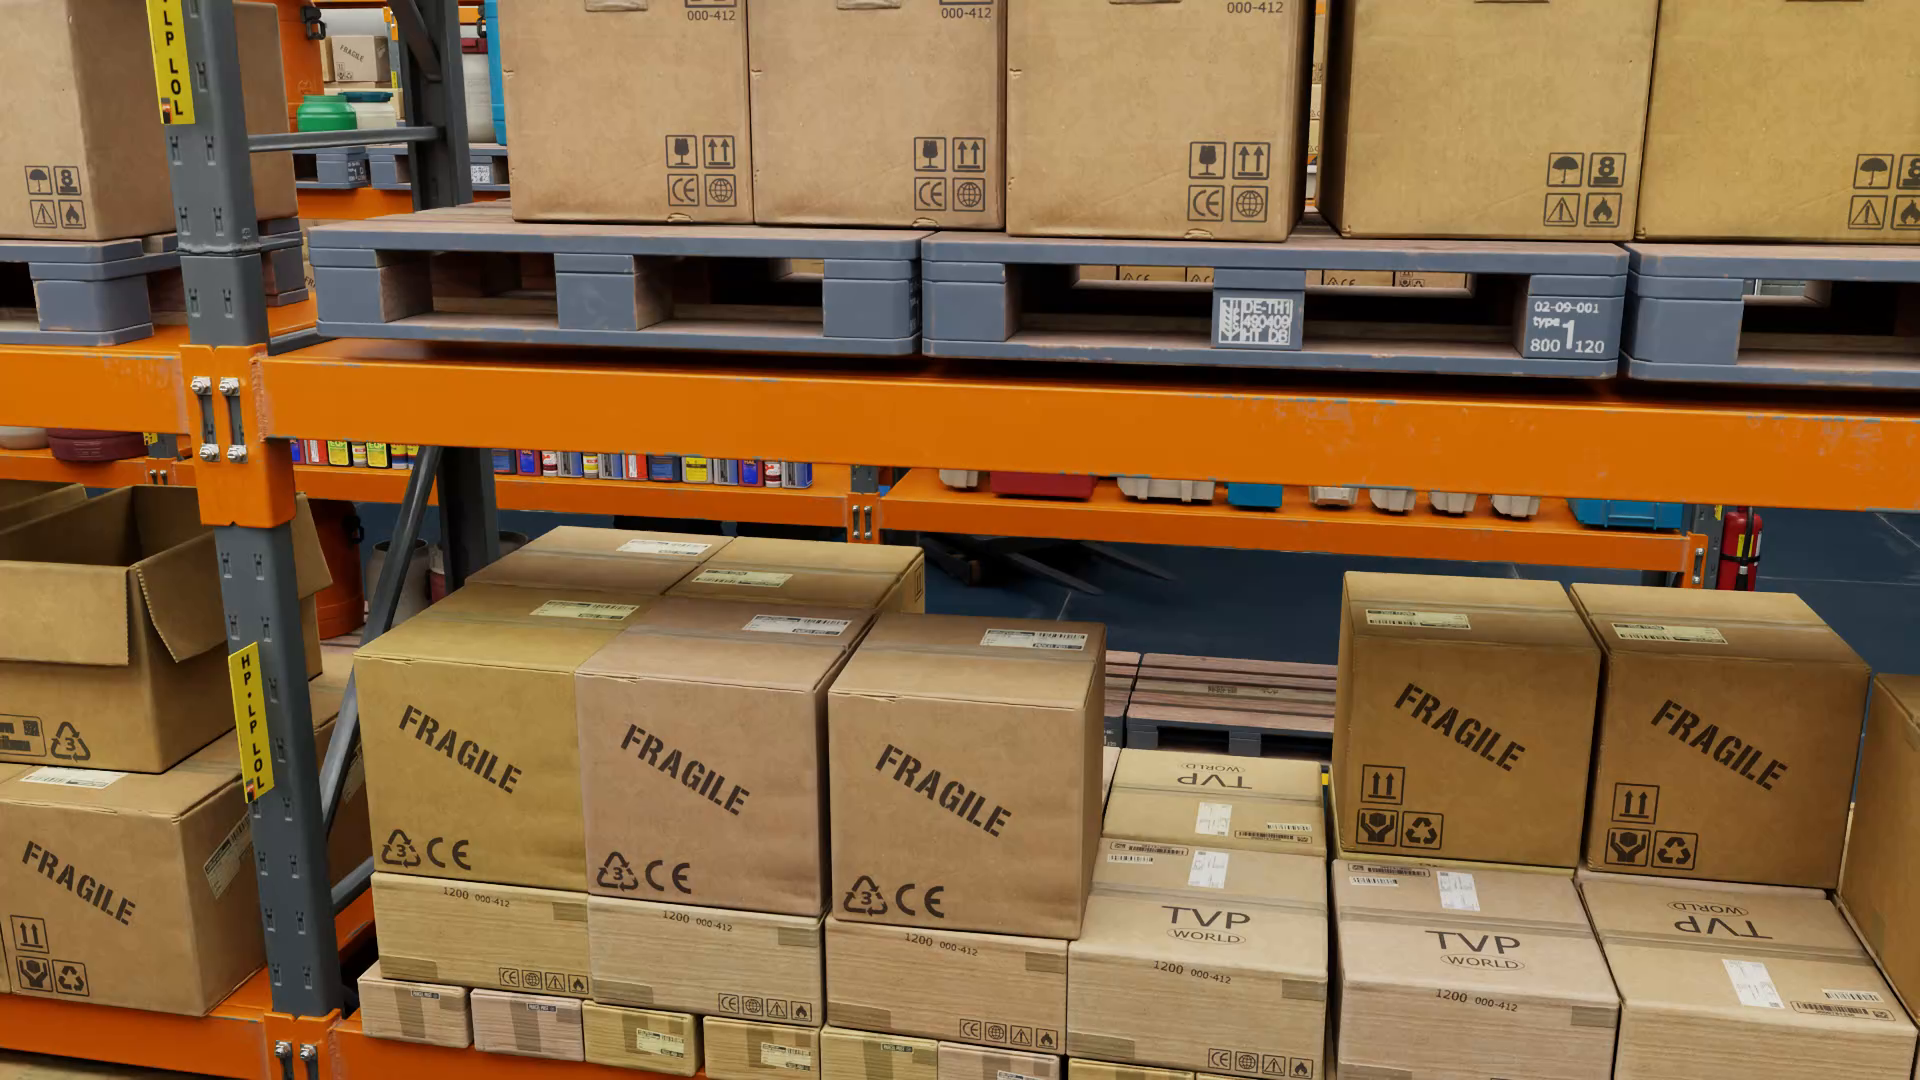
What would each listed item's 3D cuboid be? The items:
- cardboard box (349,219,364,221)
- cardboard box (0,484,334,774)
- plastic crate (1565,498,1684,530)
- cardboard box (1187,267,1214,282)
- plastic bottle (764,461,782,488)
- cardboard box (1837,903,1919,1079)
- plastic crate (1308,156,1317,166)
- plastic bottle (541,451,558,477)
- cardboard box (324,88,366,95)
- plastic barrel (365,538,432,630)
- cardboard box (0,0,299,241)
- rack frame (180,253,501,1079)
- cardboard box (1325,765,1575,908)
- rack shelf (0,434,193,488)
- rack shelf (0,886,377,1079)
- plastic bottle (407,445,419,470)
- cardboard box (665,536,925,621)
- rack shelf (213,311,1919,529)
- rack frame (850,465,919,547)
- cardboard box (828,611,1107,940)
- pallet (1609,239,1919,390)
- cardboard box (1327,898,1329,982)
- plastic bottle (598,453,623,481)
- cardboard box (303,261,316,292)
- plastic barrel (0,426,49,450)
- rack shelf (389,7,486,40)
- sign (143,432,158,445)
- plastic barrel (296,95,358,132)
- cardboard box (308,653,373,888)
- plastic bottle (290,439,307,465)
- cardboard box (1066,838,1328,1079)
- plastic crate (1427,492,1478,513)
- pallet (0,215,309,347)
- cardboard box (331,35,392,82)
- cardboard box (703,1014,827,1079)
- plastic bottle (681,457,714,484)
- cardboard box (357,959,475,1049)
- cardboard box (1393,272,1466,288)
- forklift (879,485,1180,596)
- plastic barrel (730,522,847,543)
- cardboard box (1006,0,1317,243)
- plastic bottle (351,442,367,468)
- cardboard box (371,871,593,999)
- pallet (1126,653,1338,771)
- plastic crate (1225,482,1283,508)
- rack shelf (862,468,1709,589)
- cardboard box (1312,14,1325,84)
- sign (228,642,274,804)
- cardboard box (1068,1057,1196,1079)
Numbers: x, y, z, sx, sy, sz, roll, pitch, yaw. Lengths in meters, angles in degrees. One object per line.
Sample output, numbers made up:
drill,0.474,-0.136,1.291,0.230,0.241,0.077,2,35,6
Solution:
cardboard box,-6.783,-3.797,19.419,0.500,0.500,0.500,3,16,11
cardboard box,-2.007,0.196,4.100,0.637,0.503,0.797,3,16,10
plastic crate,3.162,-0.339,7.917,0.499,0.435,0.616,3,16,11
cardboard box,2.013,-2.209,12.787,0.500,0.500,0.500,3,16,9
plastic bottle,-0.962,-0.376,8.604,0.097,0.201,0.097,0,15,0
cardboard box,2.013,0.944,3.187,0.500,0.250,0.500,3,16,10
plastic crate,2.085,-1.893,8.203,0.767,0.338,0.504,3,16,11
plastic bottle,-2.174,-0.442,8.841,0.097,0.201,0.097,0,15,0
cardboard box,-5.380,-3.716,14.162,0.500,0.250,0.500,2,16,6
plastic barrel,-3.258,0.275,9.753,0.421,0.512,0.421,0,15,0
cardboard box,-1.950,-0.965,3.765,0.500,0.500,0.700,3,16,12
rack frame,-1.379,0.759,4.133,0.127,3.000,1.000,3,16,11
cardboard box,1.121,0.751,3.886,0.500,0.250,0.500,3,16,9
rack shelf,-6.272,-0.509,10.059,4.000,0.370,1.077,3,16,11
rack shelf,-3.339,0.999,4.613,4.000,0.370,1.077,3,16,11
plastic bottle,-2.939,-0.517,8.982,0.097,0.271,0.097,0,15,0
cardboard box,-0.386,0.309,4.077,0.500,0.500,0.500,3,16,12
rack shelf,0.580,-0.233,3.444,4.000,0.370,1.077,3,16,11
rack frame,-0.392,-0.537,8.810,0.127,3.000,1.000,3,16,11
cardboard box,0.031,0.474,3.482,0.500,0.500,0.500,3,16,9
pallet,1.811,-0.468,3.109,1.213,0.211,1.003,3,16,11
cardboard box,0.998,0.920,4.023,0.250,0.149,0.380,3,16,10
plastic bottle,-1.827,-0.467,8.790,0.135,0.276,0.152,3,16,11
cardboard box,-5.485,-2.206,14.650,0.500,0.500,0.500,3,16,11
plastic barrel,-5.363,-0.802,9.559,0.421,0.512,0.421,0,15,0
rack shelf,-4.298,-5.799,18.667,4.000,0.370,1.077,3,16,11
sign,-4.415,-0.684,9.036,0.005,0.325,0.100,3,16,11
plastic barrel,-3.320,-2.206,8.722,0.294,0.245,0.294,0,15,0
cardboard box,-1.780,0.621,4.444,0.500,0.500,0.500,3,16,11
plastic bottle,-3.640,-0.556,9.099,0.133,0.283,0.061,3,16,11
cardboard box,0.506,0.864,3.479,0.500,0.250,0.500,3,16,11
plastic crate,2.411,-0.241,8.124,0.243,0.136,0.396,3,16,11
pallet,-2.288,-0.630,3.887,1.217,0.209,0.805,2,16,9
cardboard box,-6.803,-5.495,18.993,0.500,0.500,0.500,2,16,6
cardboard box,-0.382,1.024,3.646,0.250,0.149,0.380,3,16,10
plastic bottle,-1.358,-0.476,8.684,0.185,0.351,0.144,3,16,11
cardboard box,-1.156,0.983,3.795,0.250,0.149,0.380,3,16,11
cardboard box,3.532,-2.128,12.495,0.500,0.500,0.500,4,16,13
forklift,0.361,-1.247,11.505,1.130,2.935,3.031,-9,18,-30
plastic barrel,-0.922,0.239,9.155,0.708,0.901,0.600,3,16,11
cardboard box,0.409,-0.865,3.214,0.500,0.500,0.700,4,16,14
plastic bottle,-3.260,-0.501,9.054,0.097,0.201,0.097,0,15,0
cardboard box,-0.971,0.781,3.776,0.500,0.250,0.500,3,16,10
pallet,1.535,0.900,8.846,1.213,0.211,1.003,3,16,11
plastic crate,1.464,-0.314,8.209,0.300,0.233,0.416,3,16,11
rack shelf,1.567,-0.084,8.522,4.000,0.370,1.077,3,16,11
cardboard box,2.556,-3.716,12.610,0.500,0.500,0.700,3,16,11
sign,-1.478,0.382,3.475,0.005,0.325,0.100,3,16,11
cardboard box,0.372,1.065,3.498,0.250,0.149,0.380,3,16,9
